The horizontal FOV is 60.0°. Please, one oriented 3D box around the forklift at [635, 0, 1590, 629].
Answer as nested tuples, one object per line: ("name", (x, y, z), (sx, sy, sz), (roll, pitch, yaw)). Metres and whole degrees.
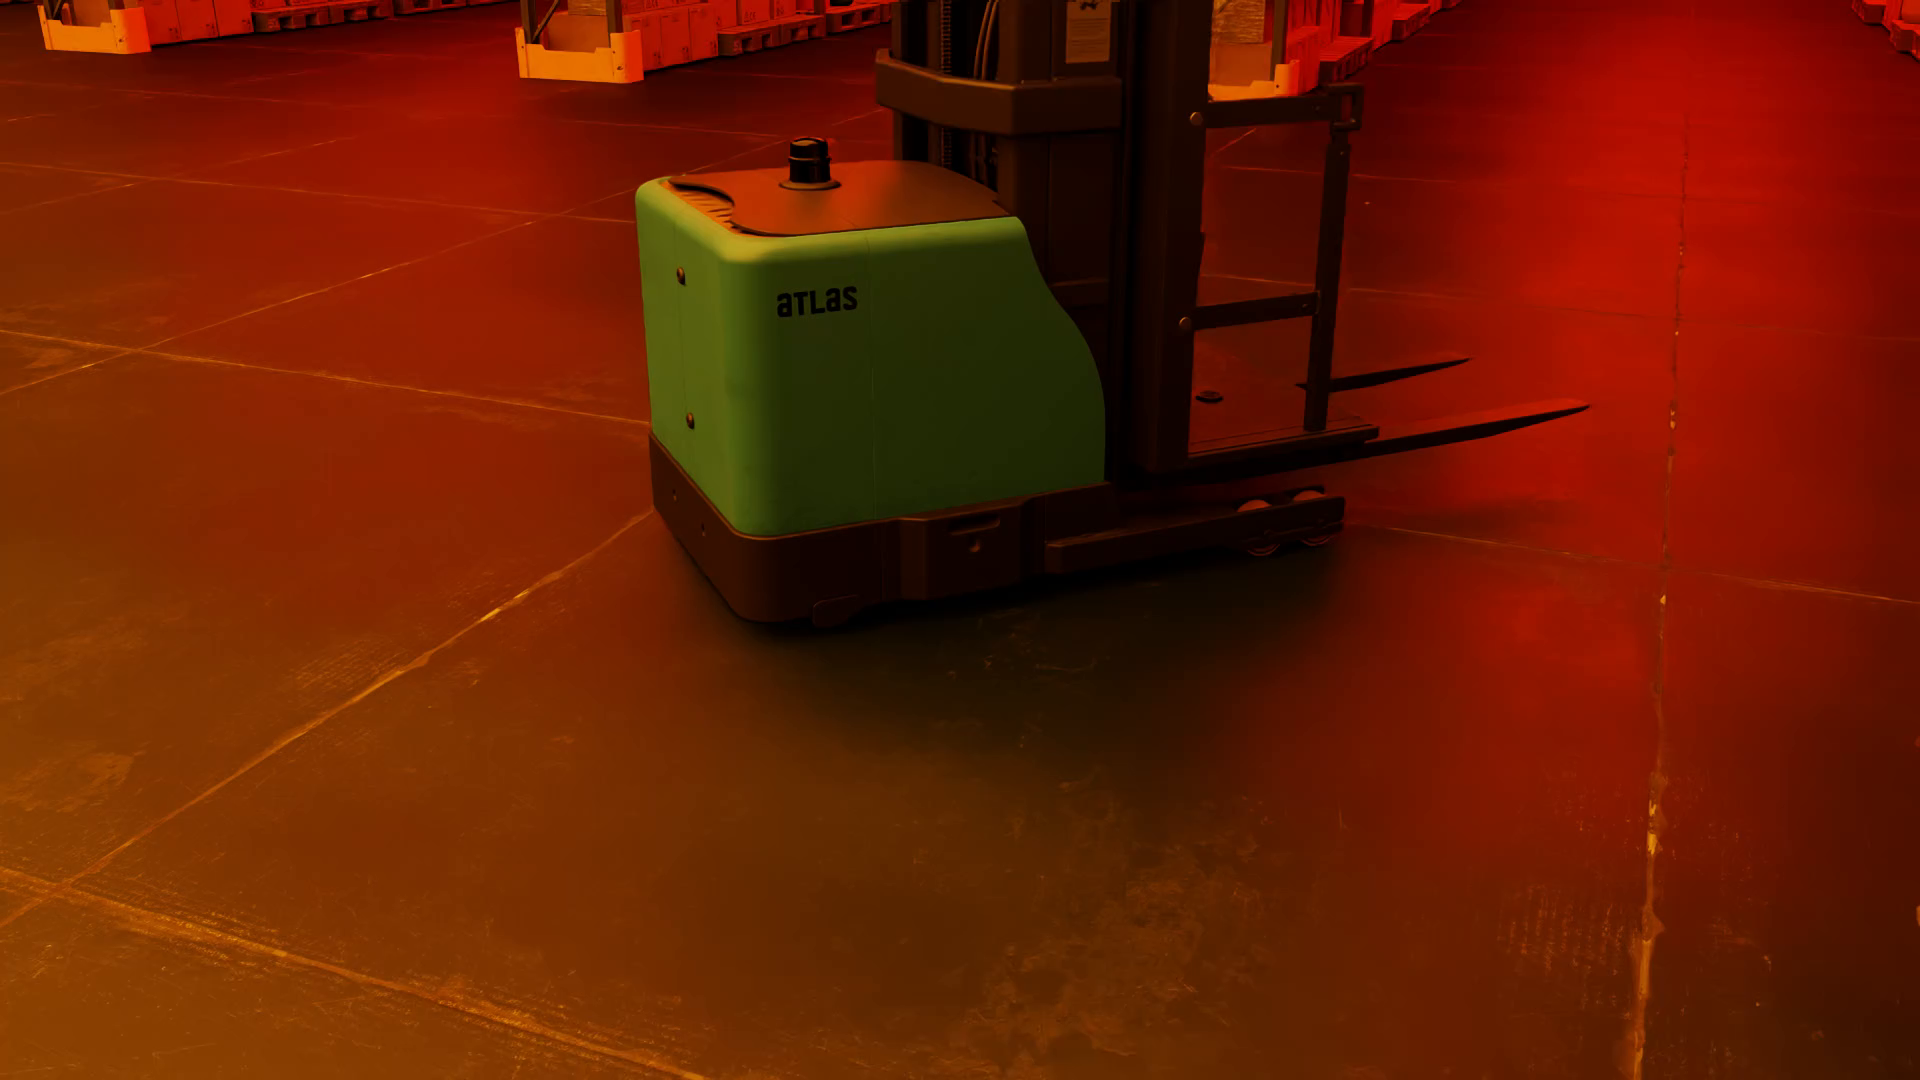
("forklift", (0.609, -1.478, 4.829), (3.031, 2.935, 1.130), (-10, 25, -22))
